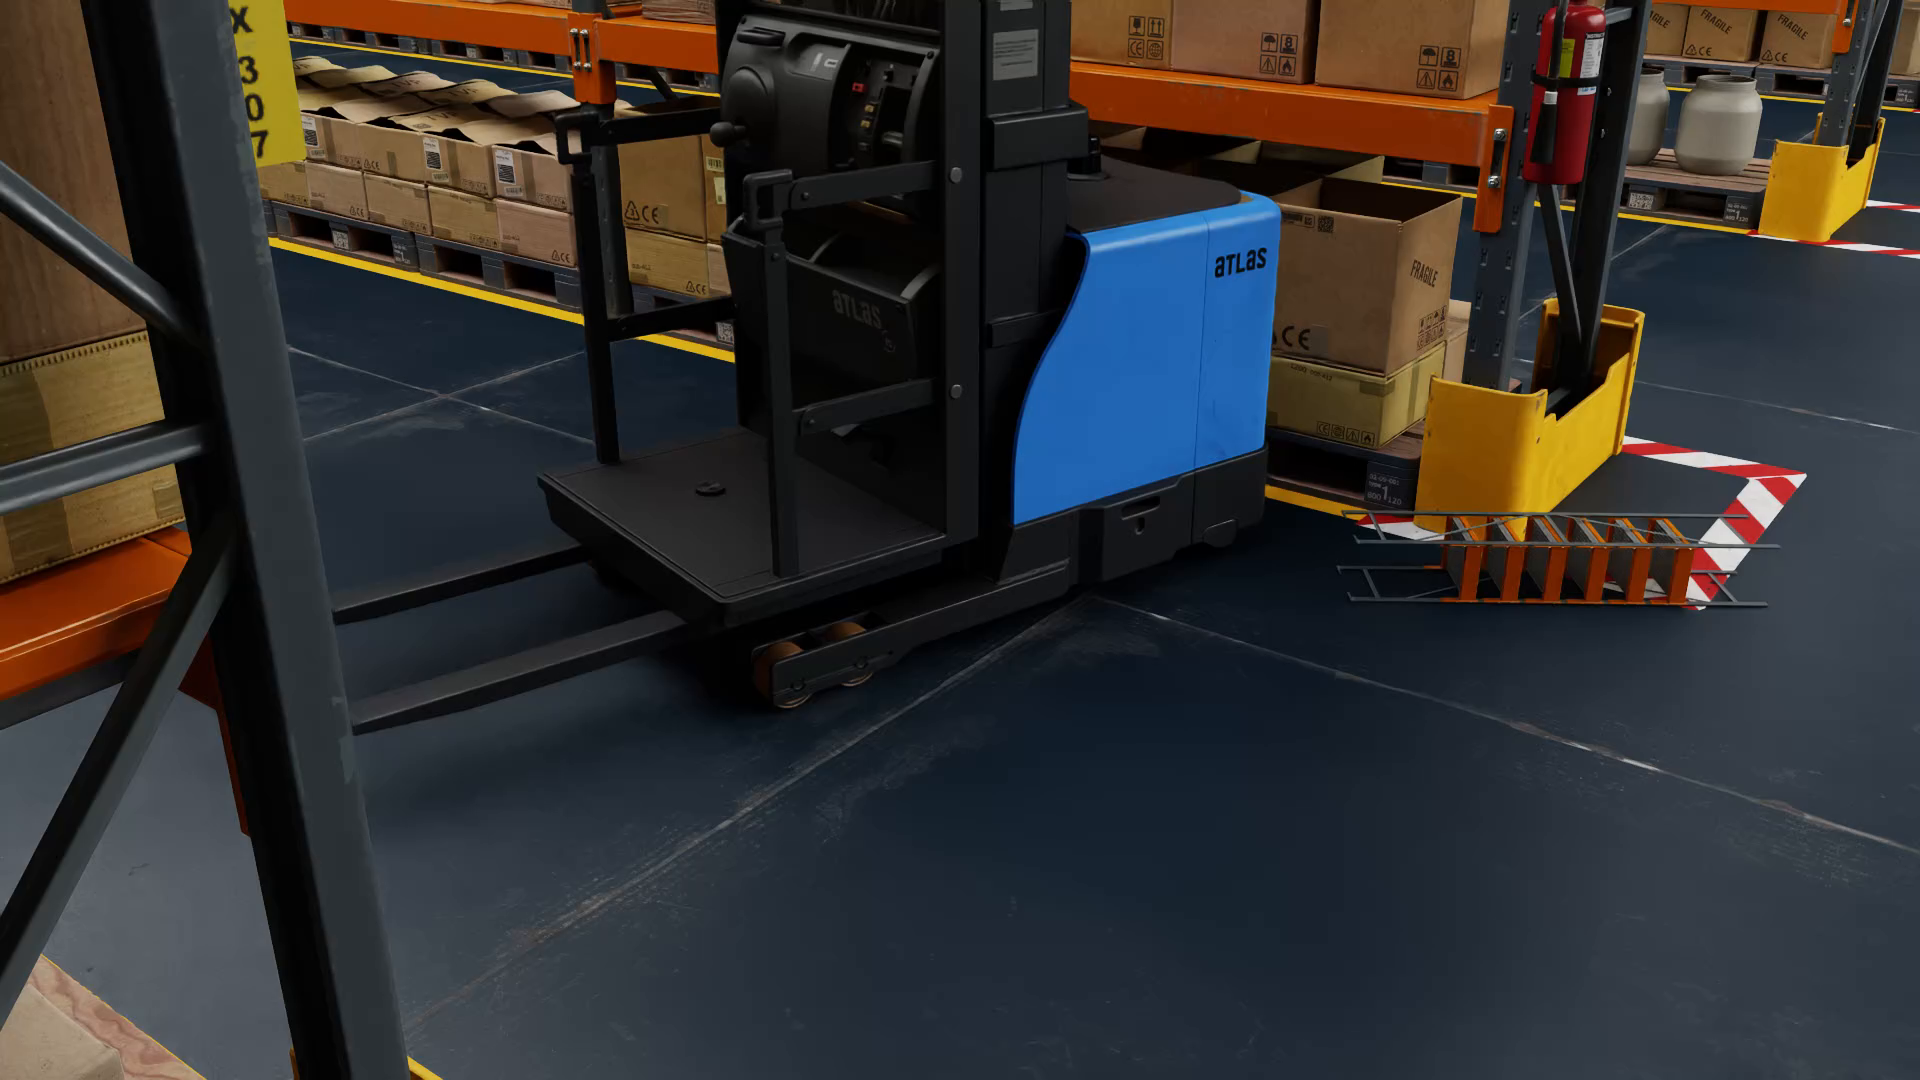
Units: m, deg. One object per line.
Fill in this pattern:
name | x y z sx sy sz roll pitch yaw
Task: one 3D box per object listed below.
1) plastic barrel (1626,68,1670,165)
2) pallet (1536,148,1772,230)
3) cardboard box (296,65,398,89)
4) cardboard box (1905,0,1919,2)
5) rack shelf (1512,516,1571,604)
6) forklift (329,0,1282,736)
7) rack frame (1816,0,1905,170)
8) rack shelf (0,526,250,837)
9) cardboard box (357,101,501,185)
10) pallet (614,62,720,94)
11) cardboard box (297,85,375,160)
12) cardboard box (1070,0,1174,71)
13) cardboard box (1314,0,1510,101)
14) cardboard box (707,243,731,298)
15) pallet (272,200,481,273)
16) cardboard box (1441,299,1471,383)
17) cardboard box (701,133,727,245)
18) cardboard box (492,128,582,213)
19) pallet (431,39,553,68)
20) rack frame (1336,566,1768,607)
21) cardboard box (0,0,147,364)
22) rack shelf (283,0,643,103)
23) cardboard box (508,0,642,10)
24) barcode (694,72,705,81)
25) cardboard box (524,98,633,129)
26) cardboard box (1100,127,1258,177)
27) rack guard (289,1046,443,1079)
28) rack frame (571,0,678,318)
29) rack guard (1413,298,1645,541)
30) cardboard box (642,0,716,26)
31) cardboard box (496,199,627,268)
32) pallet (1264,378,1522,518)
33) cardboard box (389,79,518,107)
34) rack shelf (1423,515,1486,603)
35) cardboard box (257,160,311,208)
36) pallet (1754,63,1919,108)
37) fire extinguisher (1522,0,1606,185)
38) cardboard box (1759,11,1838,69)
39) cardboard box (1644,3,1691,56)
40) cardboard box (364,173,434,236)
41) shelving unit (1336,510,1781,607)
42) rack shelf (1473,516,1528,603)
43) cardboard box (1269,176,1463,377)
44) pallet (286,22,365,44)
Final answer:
plastic barrel | 3.907 -2.479 9.721 0.421 0.512 0.421 0 24 0
pallet | 4.145 -2.095 9.743 1.213 0.211 1.003 17 29 33
cardboard box | -3.508 -2.527 9.458 0.500 0.311 0.500 16 29 33
cardboard box | 9.620 -5.918 17.076 0.875 0.875 0.875 16 29 32
rack shelf | 1.694 0.051 4.893 0.103 0.180 0.258 1 24 2
forklift | -0.523 -1.150 4.225 3.031 2.935 1.130 -17 29 -34
rack frame | 4.881 -3.170 8.724 0.127 3.000 1.000 17 29 33
rack shelf | -2.661 -0.128 2.712 4.000 0.370 1.077 17 29 33
cardboard box | -2.607 -1.981 8.220 0.500 0.311 0.500 17 29 33
pallet | -2.176 -4.005 14.079 1.213 0.211 1.003 17 29 33
cardboard box | -3.419 -2.228 8.780 0.500 0.311 0.500 16 28 32
cardboard box | 0.724 -1.983 5.906 0.500 0.500 0.700 17 29 34
cardboard box | 1.541 -1.735 5.344 0.500 0.500 0.700 17 29 33
cardboard box | -0.707 -1.141 7.009 0.500 0.250 0.500 17 29 33
pallet | -2.887 -1.724 8.901 1.213 0.211 1.003 17 29 33
cardboard box | 1.612 -0.708 6.026 0.500 0.250 0.500 17 29 33
cardboard box | -0.705 -1.485 6.860 0.500 0.500 0.500 17 29 33
cardboard box | -1.789 -1.736 7.663 0.500 0.311 0.500 17 29 33
pallet | -4.129 -4.595 15.418 1.213 0.211 1.003 17 29 33
rack frame | 1.739 0.136 4.929 1.200 0.006 0.240 1 24 2
cardboard box | -1.262 -0.469 1.826 0.500 0.500 0.500 17 29 33
rack shelf | -2.894 -2.694 8.537 4.000 0.370 1.077 17 29 33
cardboard box | -1.714 -2.576 7.563 0.500 0.250 0.500 19 30 36
barcode | -1.248 -2.233 7.961 0.075 0.075 0.001 17 29 33
cardboard box | -1.872 -2.033 8.339 0.500 0.311 0.500 16 29 33
cardboard box | 0.803 -1.288 6.412 0.500 0.500 0.500 17 29 33
rack guard | -1.121 1.152 2.015 0.348 0.500 1.175 17 29 33
rack frame | -1.293 -2.540 7.294 0.127 3.000 1.000 17 29 33
rack guard | 1.927 -0.423 5.590 0.348 0.500 1.175 17 29 33
cardboard box | -0.935 -2.480 7.035 0.500 0.500 0.700 16 28 32
cardboard box | -1.799 -1.480 7.779 0.500 0.250 0.500 16 29 33
pallet | 1.270 -0.468 6.050 1.213 0.211 1.003 17 29 33
cardboard box | -2.706 -2.282 8.903 0.500 0.311 0.500 18 29 35
rack shelf | 1.454 0.048 4.900 0.103 0.180 0.258 1 24 2
cardboard box | -3.429 -1.974 8.900 0.500 0.250 0.500 16 28 32
pallet | 7.162 -3.718 13.426 1.213 0.211 1.003 17 29 33
fire extinguisher | 1.723 -1.359 4.709 0.183 0.674 0.296 17 29 33
cardboard box | 6.863 -4.106 13.428 0.500 0.500 0.500 -17 29 -34
cardboard box | 5.954 -4.413 14.125 0.500 0.500 0.500 14 27 29
cardboard box | -2.612 -1.727 8.338 0.500 0.250 0.500 18 29 34
shelving unit | 1.739 0.052 4.892 1.200 0.189 0.258 1 24 2
rack shelf | 1.574 0.050 4.897 0.103 0.180 0.258 1 24 2
cardboard box | 1.300 -0.883 5.494 0.500 0.500 0.500 17 29 33
pallet | -6.313 -5.256 16.916 1.213 0.211 1.003 17 29 33
